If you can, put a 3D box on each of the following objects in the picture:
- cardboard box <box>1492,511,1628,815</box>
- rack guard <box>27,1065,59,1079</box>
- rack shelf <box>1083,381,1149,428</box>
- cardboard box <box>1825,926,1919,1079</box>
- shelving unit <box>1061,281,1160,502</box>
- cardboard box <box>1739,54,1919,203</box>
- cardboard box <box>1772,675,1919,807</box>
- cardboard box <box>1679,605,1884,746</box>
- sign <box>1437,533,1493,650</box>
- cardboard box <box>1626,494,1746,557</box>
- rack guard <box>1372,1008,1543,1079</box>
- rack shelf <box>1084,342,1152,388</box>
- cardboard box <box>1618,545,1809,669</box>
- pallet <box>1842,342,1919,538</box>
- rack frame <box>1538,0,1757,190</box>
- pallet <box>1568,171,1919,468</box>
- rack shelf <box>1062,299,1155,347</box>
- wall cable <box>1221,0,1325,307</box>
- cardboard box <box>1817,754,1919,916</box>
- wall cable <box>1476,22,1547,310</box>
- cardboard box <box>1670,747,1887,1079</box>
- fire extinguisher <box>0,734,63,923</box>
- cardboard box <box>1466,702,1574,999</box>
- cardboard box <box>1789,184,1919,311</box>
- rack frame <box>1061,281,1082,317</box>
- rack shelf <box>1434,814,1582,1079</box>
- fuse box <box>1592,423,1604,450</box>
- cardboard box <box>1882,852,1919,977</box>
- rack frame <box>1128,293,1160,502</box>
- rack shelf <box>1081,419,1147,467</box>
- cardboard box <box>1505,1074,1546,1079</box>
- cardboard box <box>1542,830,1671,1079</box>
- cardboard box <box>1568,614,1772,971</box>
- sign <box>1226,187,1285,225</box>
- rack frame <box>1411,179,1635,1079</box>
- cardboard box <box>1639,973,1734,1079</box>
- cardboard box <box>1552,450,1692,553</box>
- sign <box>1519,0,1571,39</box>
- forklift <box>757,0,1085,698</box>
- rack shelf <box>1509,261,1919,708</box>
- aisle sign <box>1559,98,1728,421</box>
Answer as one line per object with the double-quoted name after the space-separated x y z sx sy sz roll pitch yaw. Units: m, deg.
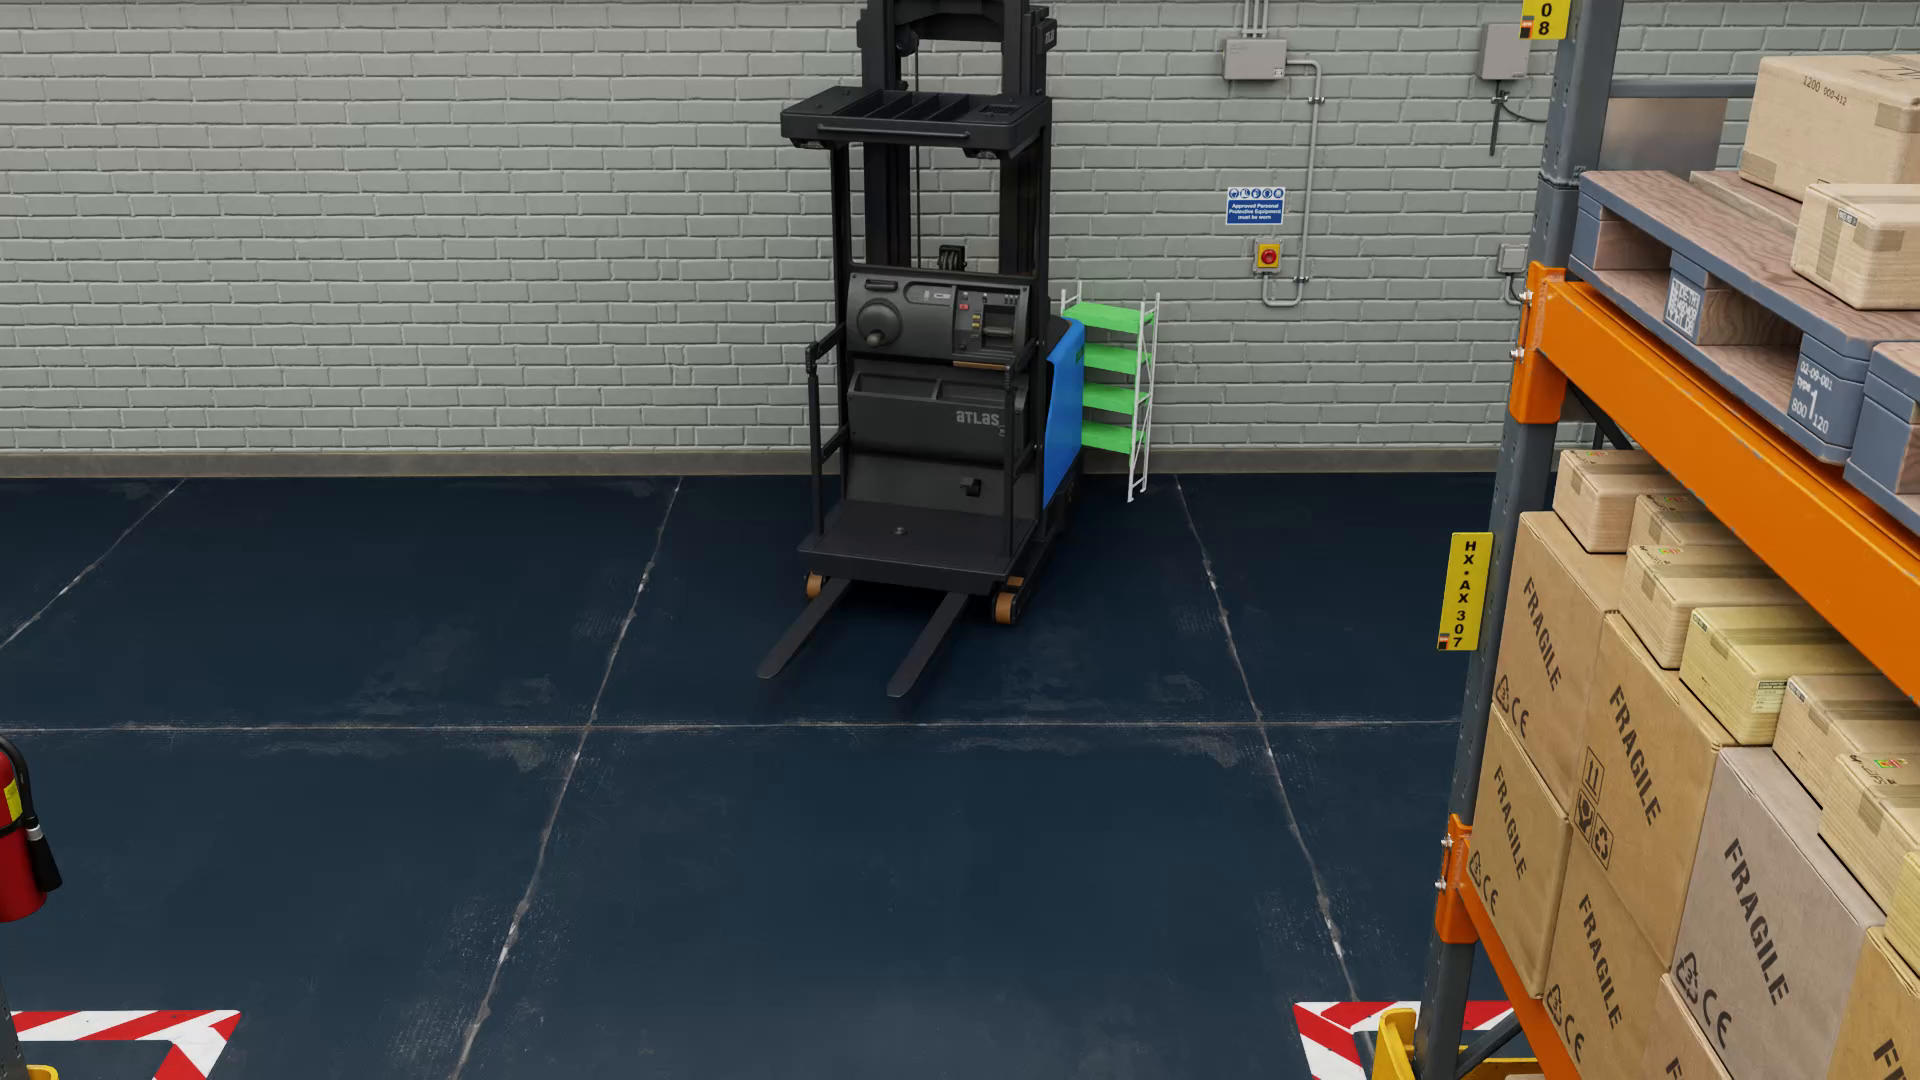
1.542 0.260 3.701 0.500 0.500 0.500 -1 24 -2 "cardboard box"
-3.126 1.796 4.672 1.175 0.500 0.348 0 24 -1 "rack guard"
0.843 -0.805 9.718 0.480 0.148 0.258 13 26 25 "rack shelf"
1.574 0.890 2.306 0.500 0.500 0.500 0 24 0 "cardboard box"
0.845 -0.863 9.692 0.503 1.200 0.258 13 26 25 "shelving unit"
1.917 -0.788 3.264 0.500 0.250 0.500 -2 24 -5 "cardboard box"
1.587 0.345 2.726 0.380 0.149 0.250 0 24 0 "cardboard box"
1.532 0.237 2.965 0.380 0.149 0.250 -1 24 -2 "cardboard box"
1.267 0.132 4.173 0.100 0.325 0.005 0 24 -1 "sign"
1.623 0.021 3.443 0.380 0.149 0.250 0 24 1 "cardboard box"
1.821 1.691 4.904 1.175 0.500 0.348 0 24 -1 "rack guard"
0.848 -1.025 9.622 0.480 0.148 0.258 13 26 25 "rack shelf"
1.511 0.128 3.205 0.380 0.149 0.250 0 24 1 "cardboard box"
1.856 0.045 1.977 1.003 0.211 1.213 0 24 -1 "pallet"
1.822 -2.171 3.131 1.000 3.000 0.127 0 24 -1 "rack frame"
1.840 -0.459 3.092 1.003 0.211 1.213 0 24 -1 "pallet"
0.854 -1.245 9.526 0.480 0.148 0.258 13 26 25 "rack shelf"
1.737 -2.239 9.289 0.585 1.953 0.123 0 24 -1 "wall cable"
1.548 0.448 2.499 0.380 0.149 0.250 0 24 0 "cardboard box"
3.155 -2.235 9.320 0.588 1.984 0.122 0 24 -1 "wall cable"
1.568 0.685 2.761 0.500 0.500 0.500 0 24 -1 "cardboard box"
-2.668 0.725 4.553 0.296 0.674 0.183 0 24 -1 "fire extinguisher"
1.540 0.716 3.907 0.500 0.500 0.500 0 24 -1 "cardboard box"
1.604 -0.478 2.700 0.380 0.149 0.250 1 24 1 "cardboard box"
0.630 -0.914 9.797 0.015 1.200 0.240 13 26 25 "rack frame"
1.844 1.714 2.693 1.077 0.370 4.000 0 24 -1 "rack shelf"
3.839 -1.124 9.658 0.539 1.711 0.414 0 24 -1 "fuse box"
1.524 0.552 2.267 0.380 0.149 0.250 -1 24 -2 "cardboard box"
1.059 -0.813 9.587 0.015 1.200 0.240 13 26 25 "rack frame"
0.838 -0.585 9.814 0.480 0.148 0.258 13 26 25 "rack shelf"
1.929 1.810 4.208 0.875 0.438 0.875 -1 24 -2 "cardboard box"
1.573 0.924 3.446 0.500 0.500 0.500 -1 24 -1 "cardboard box"
1.555 0.473 3.230 0.500 0.500 0.500 -1 24 -2 "cardboard box"
1.688 -1.910 9.504 0.327 0.218 0.001 0 24 -1 "sign"
1.822 0.562 4.367 1.000 3.000 0.127 0 24 -1 "rack frame"
1.561 1.134 2.982 0.500 0.500 0.500 0 24 -1 "cardboard box"
1.549 -0.087 3.681 0.380 0.149 0.250 0 24 1 "cardboard box"
1.267 -1.239 3.553 0.100 0.325 0.005 0 24 -1 "sign"
-0.169 -1.088 8.100 1.130 2.935 3.031 7 25 14 "forklift"
1.844 0.347 2.075 1.077 0.370 4.000 0 24 -1 "rack shelf"
1.531 -0.651 3.894 0.394 0.787 0.004 0 24 -1 "aisle sign"
